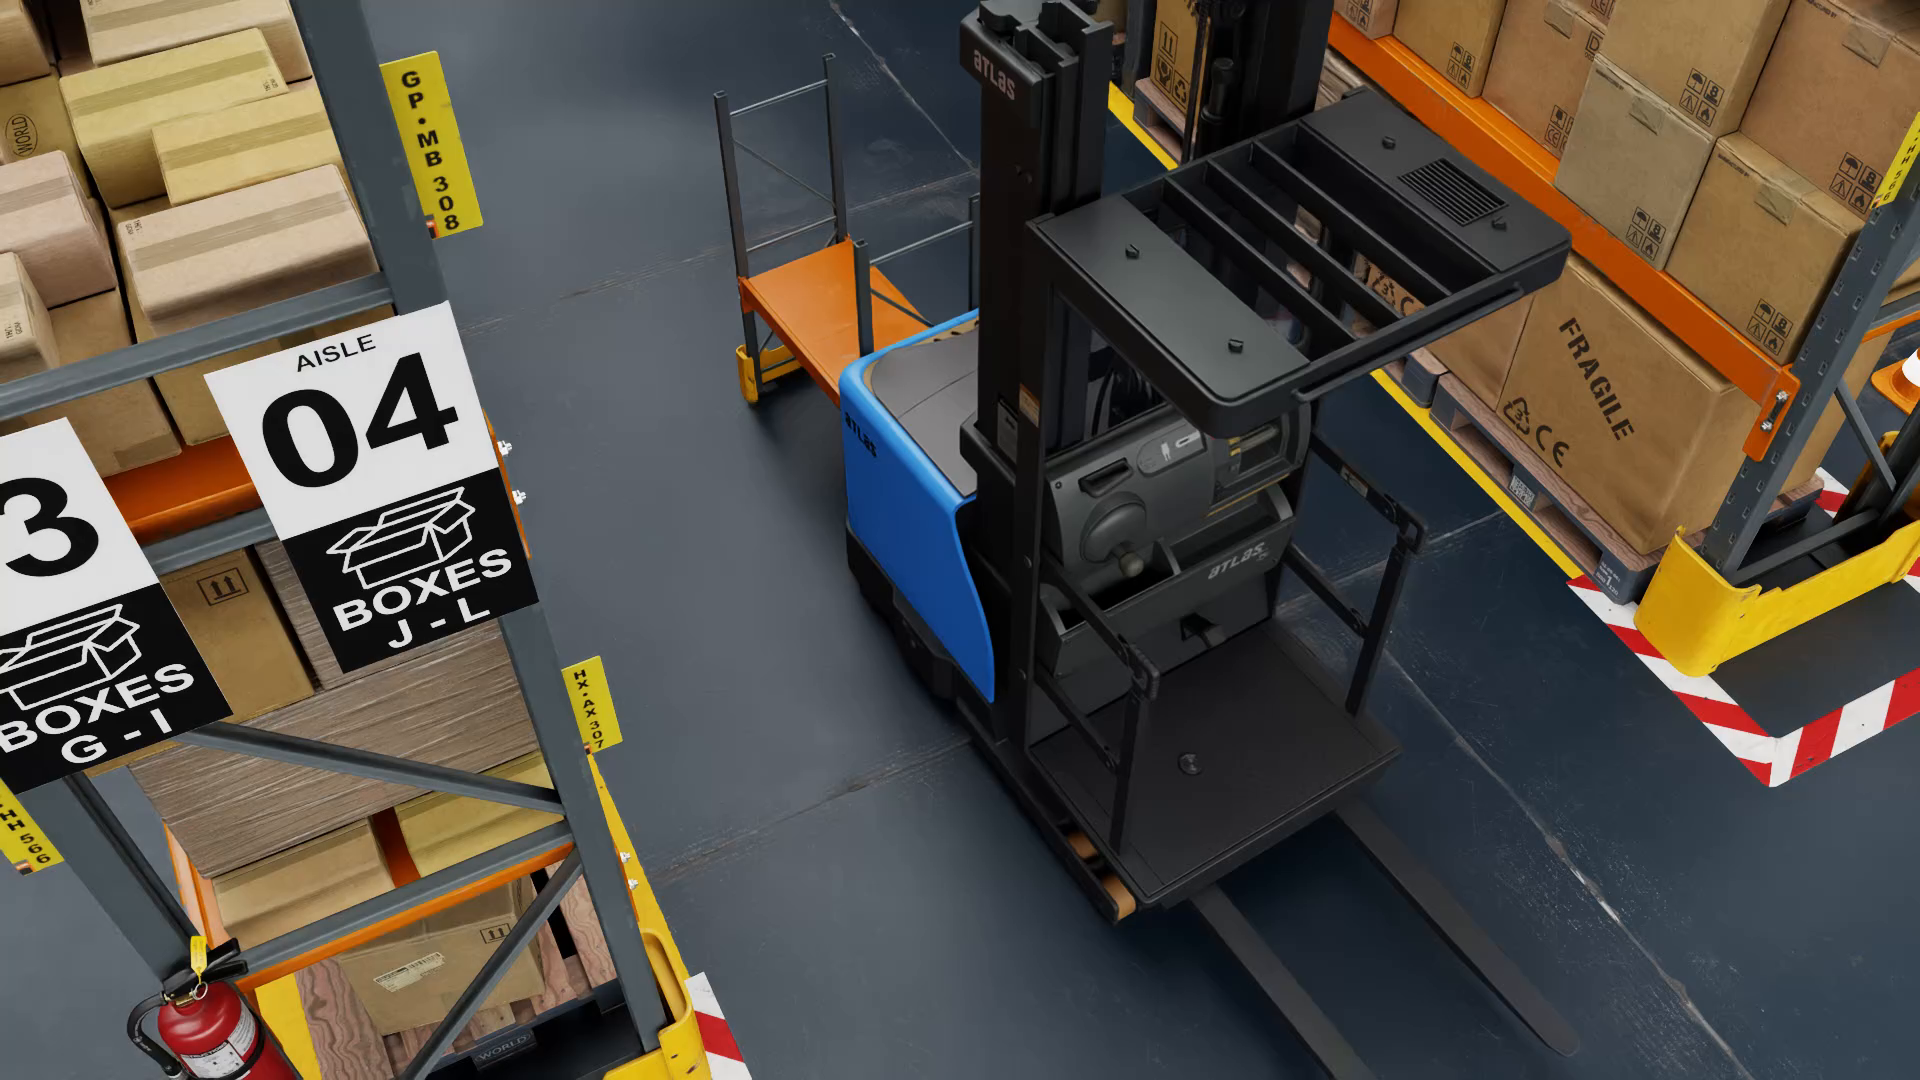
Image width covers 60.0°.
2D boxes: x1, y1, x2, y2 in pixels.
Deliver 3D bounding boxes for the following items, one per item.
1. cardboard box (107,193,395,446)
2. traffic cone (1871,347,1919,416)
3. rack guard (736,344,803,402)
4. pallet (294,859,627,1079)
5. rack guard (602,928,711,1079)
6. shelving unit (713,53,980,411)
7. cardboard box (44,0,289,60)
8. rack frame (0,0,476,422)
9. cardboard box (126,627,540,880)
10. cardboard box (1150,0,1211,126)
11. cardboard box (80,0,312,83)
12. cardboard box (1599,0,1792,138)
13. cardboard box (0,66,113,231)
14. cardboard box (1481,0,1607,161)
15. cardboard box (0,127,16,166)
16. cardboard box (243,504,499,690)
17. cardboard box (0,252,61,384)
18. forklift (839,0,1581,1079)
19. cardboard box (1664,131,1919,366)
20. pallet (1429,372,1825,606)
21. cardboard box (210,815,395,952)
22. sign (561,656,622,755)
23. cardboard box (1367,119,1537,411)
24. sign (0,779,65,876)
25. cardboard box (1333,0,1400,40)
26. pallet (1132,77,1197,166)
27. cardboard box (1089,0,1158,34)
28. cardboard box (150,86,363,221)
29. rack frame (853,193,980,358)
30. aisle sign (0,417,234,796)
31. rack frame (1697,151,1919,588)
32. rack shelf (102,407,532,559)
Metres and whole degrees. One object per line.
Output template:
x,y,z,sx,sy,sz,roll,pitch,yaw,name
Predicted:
-1.305,-0.500,3.194,0.500,0.250,0.500,-20,52,-16,cardboard box
4.161,-0.800,7.035,0.336,0.463,0.334,-21,52,-18,traffic cone
-0.683,-0.816,7.191,0.587,0.250,0.087,-26,54,-21,rack guard
-1.690,1.161,5.487,1.003,0.211,1.213,-21,52,-18,pallet
-1.350,1.622,4.892,1.175,0.500,0.348,-21,52,-18,rack guard
-0.415,-0.912,6.444,0.587,1.500,1.083,-26,54,-21,shelving unit
-1.770,-1.176,3.785,0.500,0.250,0.500,-21,52,-18,cardboard box
-1.315,-1.125,1.648,1.000,3.000,0.127,-21,52,-18,rack frame
-1.542,0.341,4.087,0.875,0.500,0.500,-21,52,-18,cardboard box
1.537,-2.462,7.936,0.875,0.875,0.875,-20,52,-17,cardboard box
-1.554,-1.024,3.387,0.380,0.149,0.250,-19,52,-16,cardboard box
2.673,-1.794,5.402,0.875,0.550,0.550,-21,52,-18,cardboard box
-1.992,-0.657,3.331,0.500,0.250,0.500,-21,52,-17,cardboard box
2.516,-1.852,6.170,0.875,0.550,0.550,-21,52,-18,cardboard box
-1.957,-0.658,3.067,0.380,0.149,0.250,-23,53,-19,cardboard box
-1.324,-0.072,3.785,0.500,0.500,0.500,-21,52,-18,cardboard box
-1.719,-0.298,2.752,0.380,0.149,0.250,-21,52,-18,cardboard box
0.778,-0.114,4.795,1.130,2.935,3.031,-26,54,-21,forklift
2.932,-1.073,5.489,0.875,0.550,0.550,-21,52,-18,cardboard box
2.706,-0.381,6.836,1.003,0.211,1.213,-21,52,-18,pallet
-1.629,0.813,4.106,0.380,0.149,0.250,-21,52,-18,cardboard box
-0.832,0.378,3.744,0.100,0.325,0.005,-21,52,-18,sign
2.368,-1.249,6.875,0.875,0.875,0.875,-22,52,-18,cardboard box
-1.817,0.542,3.196,0.100,0.325,0.005,-21,52,-18,sign
1.905,-2.512,6.748,0.875,0.550,0.550,-21,52,-18,cardboard box
1.590,-2.014,8.264,1.003,0.211,1.213,-21,52,-18,pallet
0.947,-3.250,8.708,1.050,0.750,0.750,-21,52,-18,cardboard box
-1.268,-0.690,3.096,0.380,0.149,0.250,-20,52,-17,cardboard box
-0.137,-0.583,6.156,0.500,1.500,0.032,-26,54,-21,rack frame
-1.553,0.139,2.801,0.394,0.787,0.004,-21,52,-18,aisle sign
3.142,-0.791,5.342,1.000,3.000,0.127,-21,52,-18,rack frame
-2.230,-1.239,4.219,1.077,0.370,4.000,-21,52,-18,rack shelf
